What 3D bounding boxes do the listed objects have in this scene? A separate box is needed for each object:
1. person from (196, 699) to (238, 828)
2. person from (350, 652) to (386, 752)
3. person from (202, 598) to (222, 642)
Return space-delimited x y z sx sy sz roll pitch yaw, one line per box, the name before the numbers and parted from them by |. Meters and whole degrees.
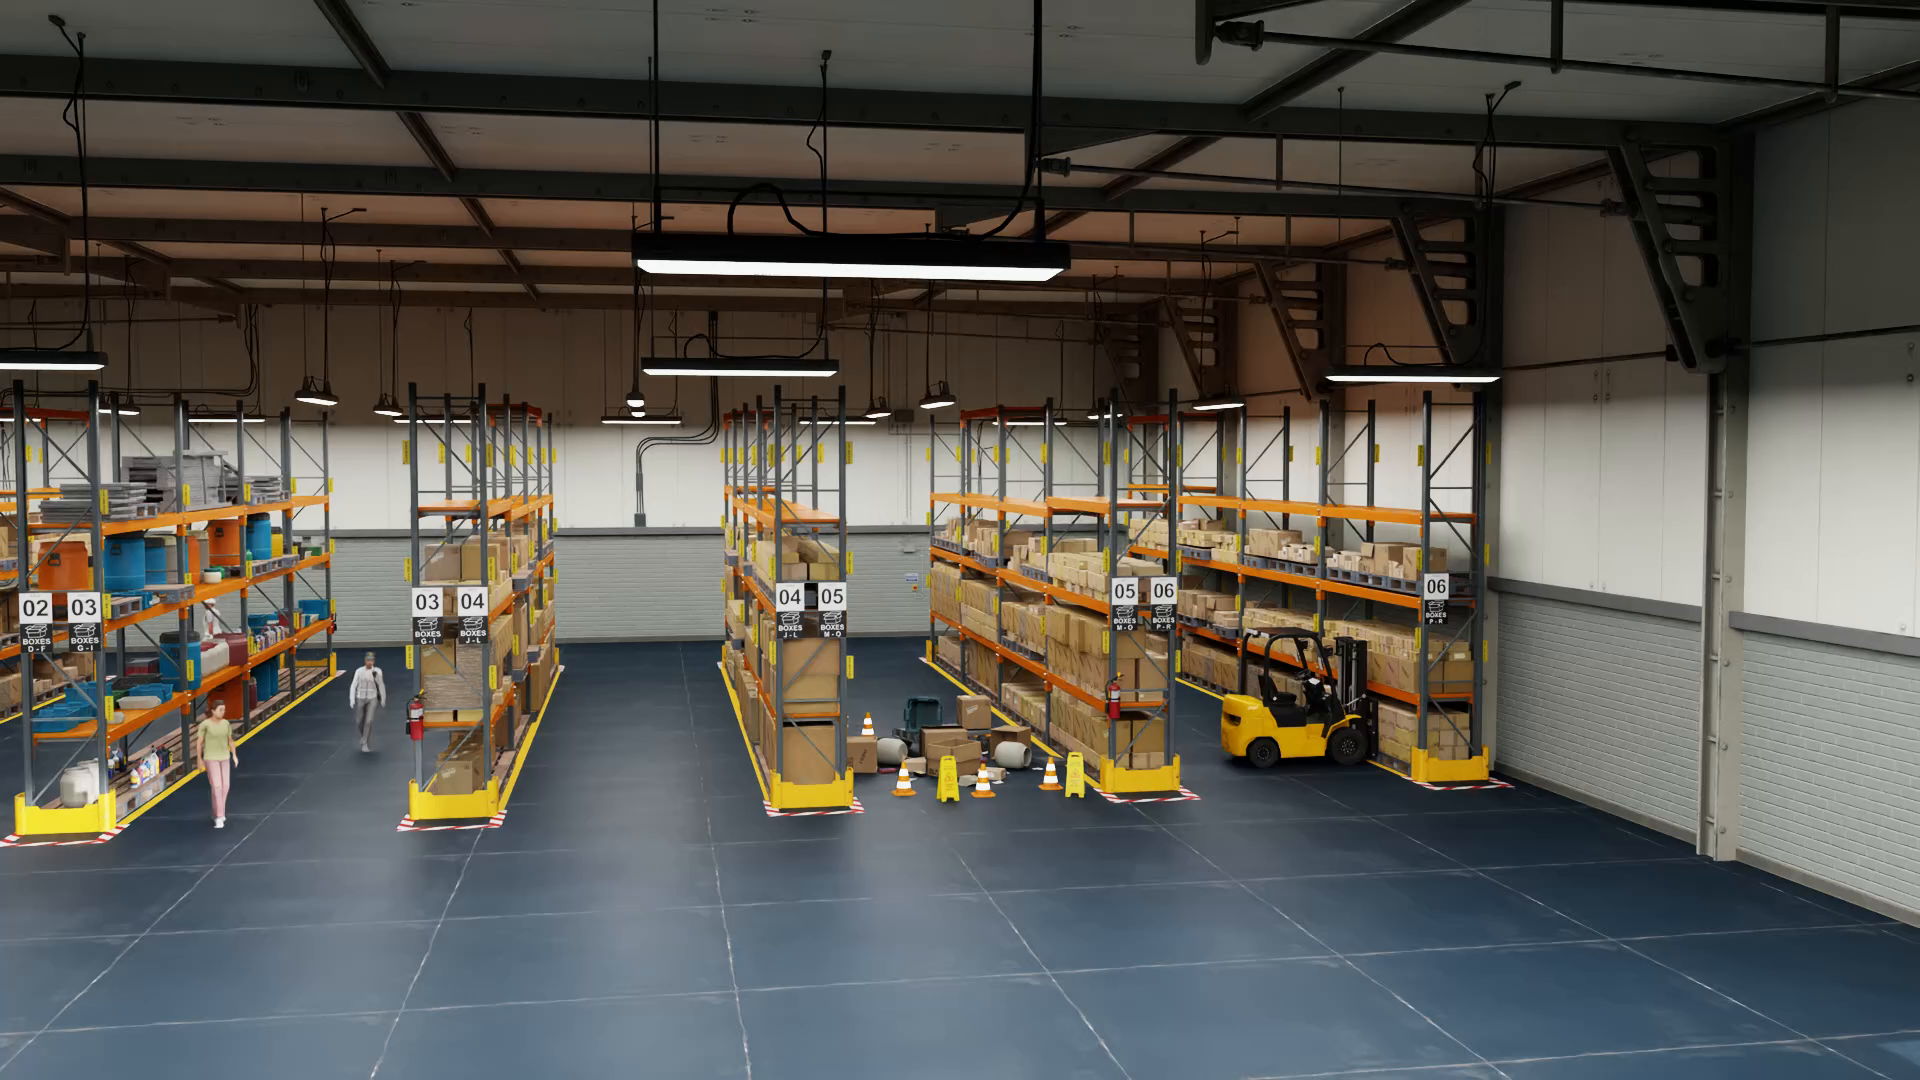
person | -10.064 3.037 22.628 0.591 1.721 0.470 2 4 37
person | -10.124 2.752 28.449 0.569 1.685 0.709 -1 3 -15
person | -17.153 2.188 38.020 0.892 1.756 0.536 0 3 7
